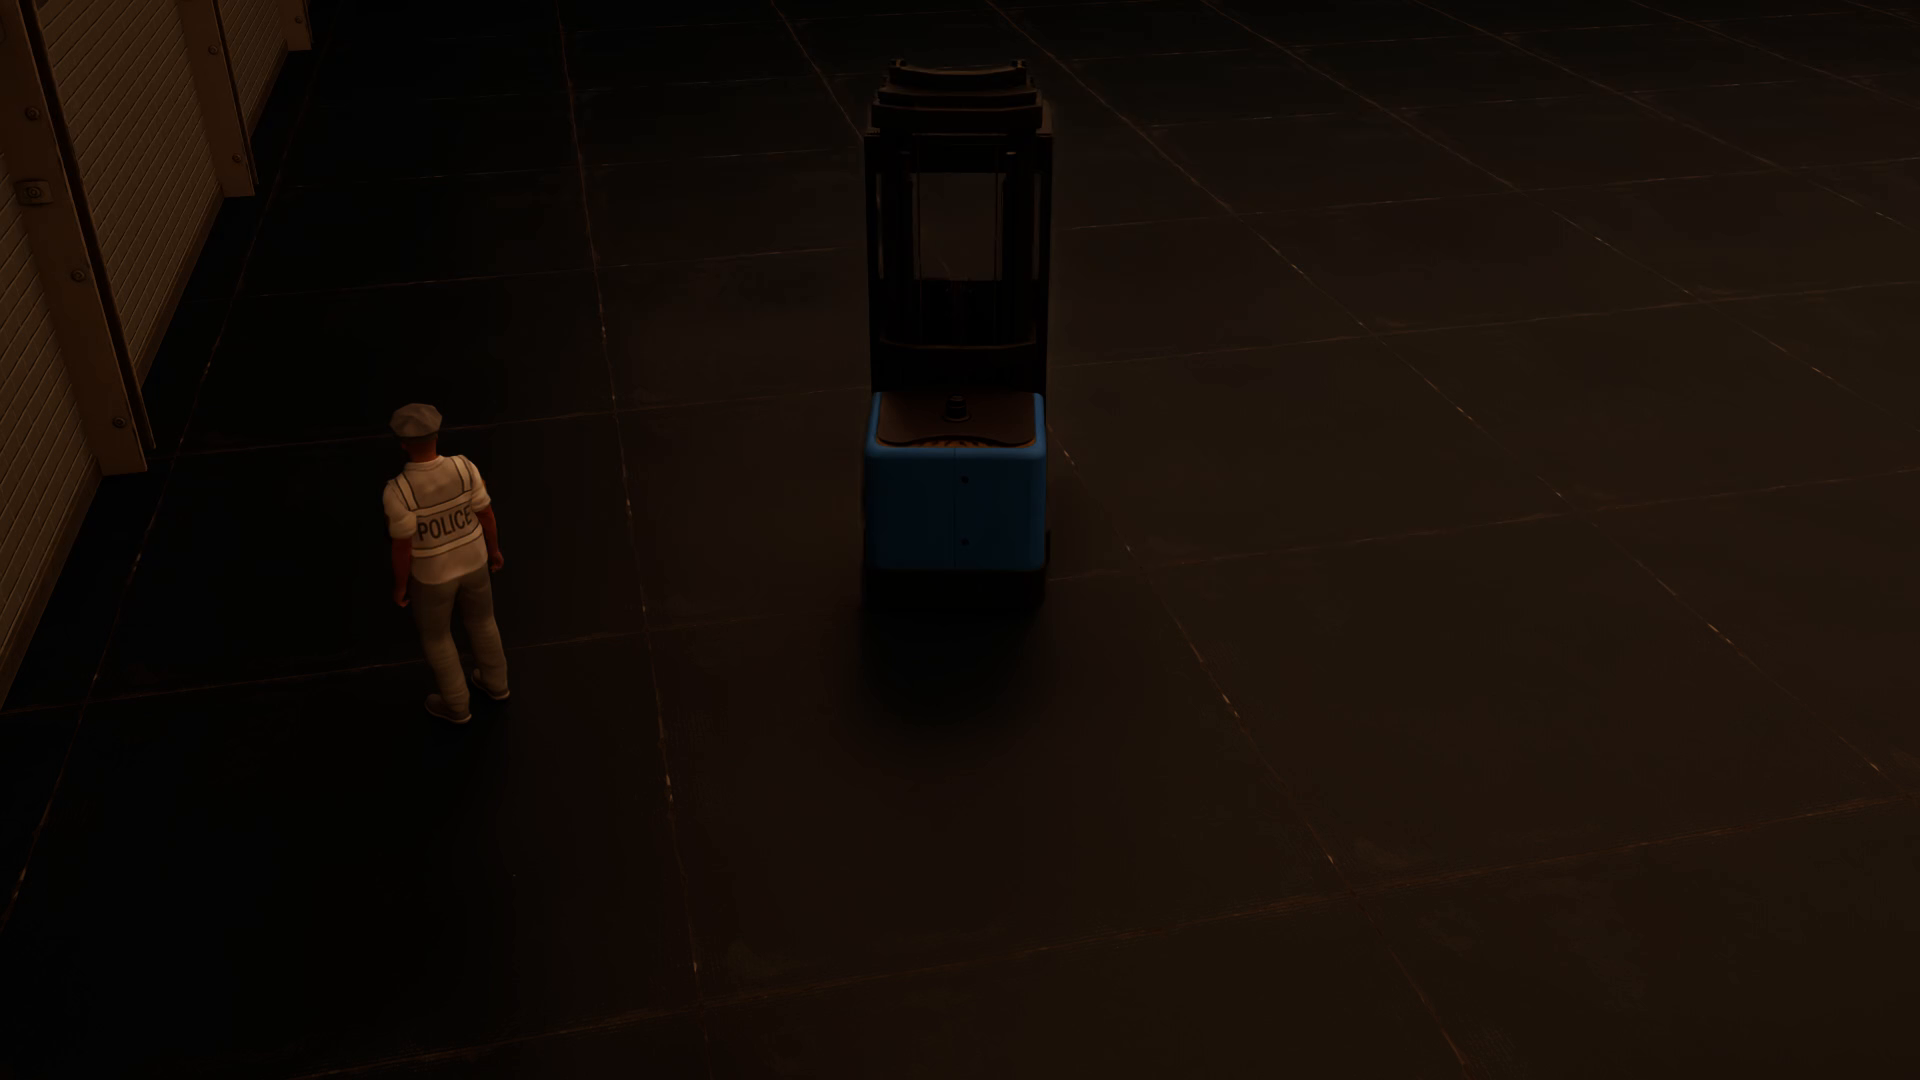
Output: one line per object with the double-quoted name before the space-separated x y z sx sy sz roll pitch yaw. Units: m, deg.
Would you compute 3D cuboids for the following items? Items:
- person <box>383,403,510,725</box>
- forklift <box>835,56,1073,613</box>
"person" -2.645 0.123 8.524 0.560 1.771 0.405 -26 39 -37
"forklift" -0.141 -1.571 10.289 1.130 2.935 3.031 -6 31 -10
